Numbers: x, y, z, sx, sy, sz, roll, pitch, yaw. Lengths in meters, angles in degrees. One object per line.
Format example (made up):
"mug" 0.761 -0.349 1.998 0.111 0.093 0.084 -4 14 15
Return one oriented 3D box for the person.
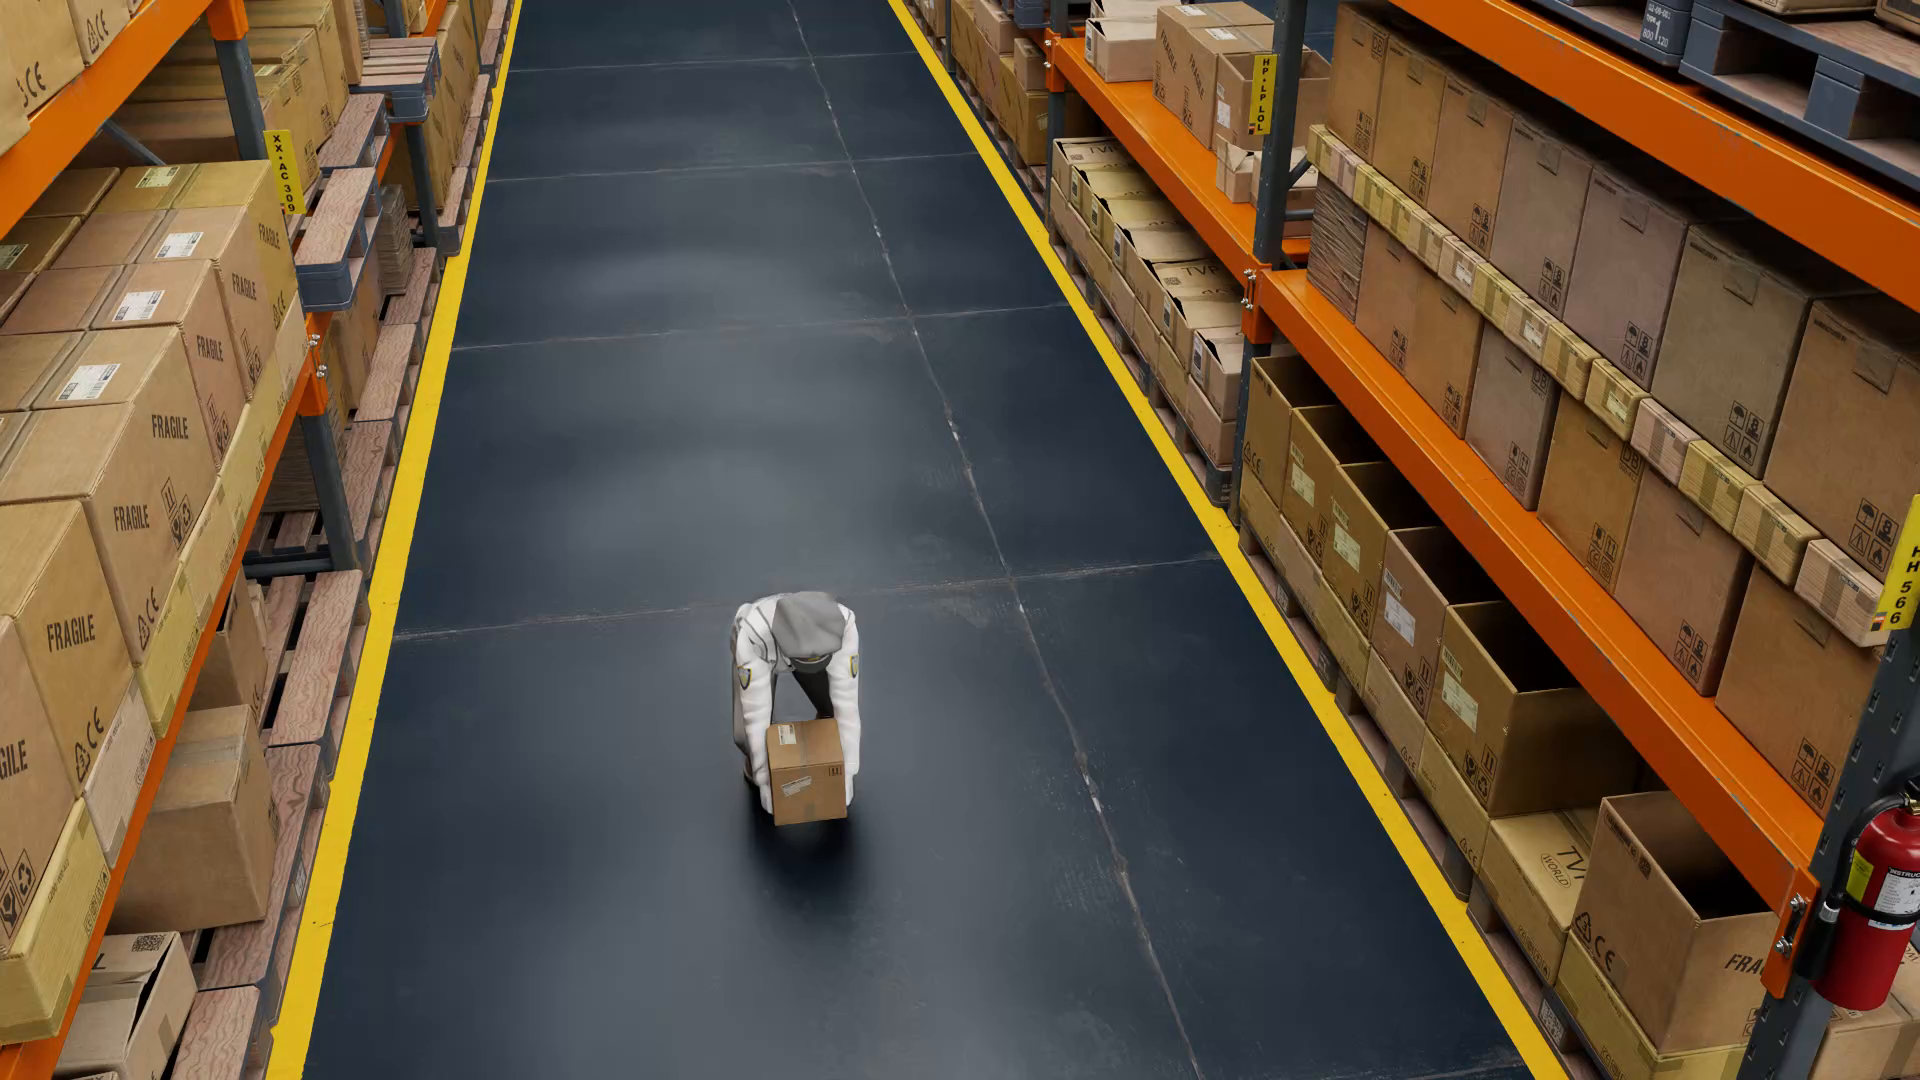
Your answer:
"person" -0.599 0.502 5.975 0.466 0.979 0.851 -6 31 -10
